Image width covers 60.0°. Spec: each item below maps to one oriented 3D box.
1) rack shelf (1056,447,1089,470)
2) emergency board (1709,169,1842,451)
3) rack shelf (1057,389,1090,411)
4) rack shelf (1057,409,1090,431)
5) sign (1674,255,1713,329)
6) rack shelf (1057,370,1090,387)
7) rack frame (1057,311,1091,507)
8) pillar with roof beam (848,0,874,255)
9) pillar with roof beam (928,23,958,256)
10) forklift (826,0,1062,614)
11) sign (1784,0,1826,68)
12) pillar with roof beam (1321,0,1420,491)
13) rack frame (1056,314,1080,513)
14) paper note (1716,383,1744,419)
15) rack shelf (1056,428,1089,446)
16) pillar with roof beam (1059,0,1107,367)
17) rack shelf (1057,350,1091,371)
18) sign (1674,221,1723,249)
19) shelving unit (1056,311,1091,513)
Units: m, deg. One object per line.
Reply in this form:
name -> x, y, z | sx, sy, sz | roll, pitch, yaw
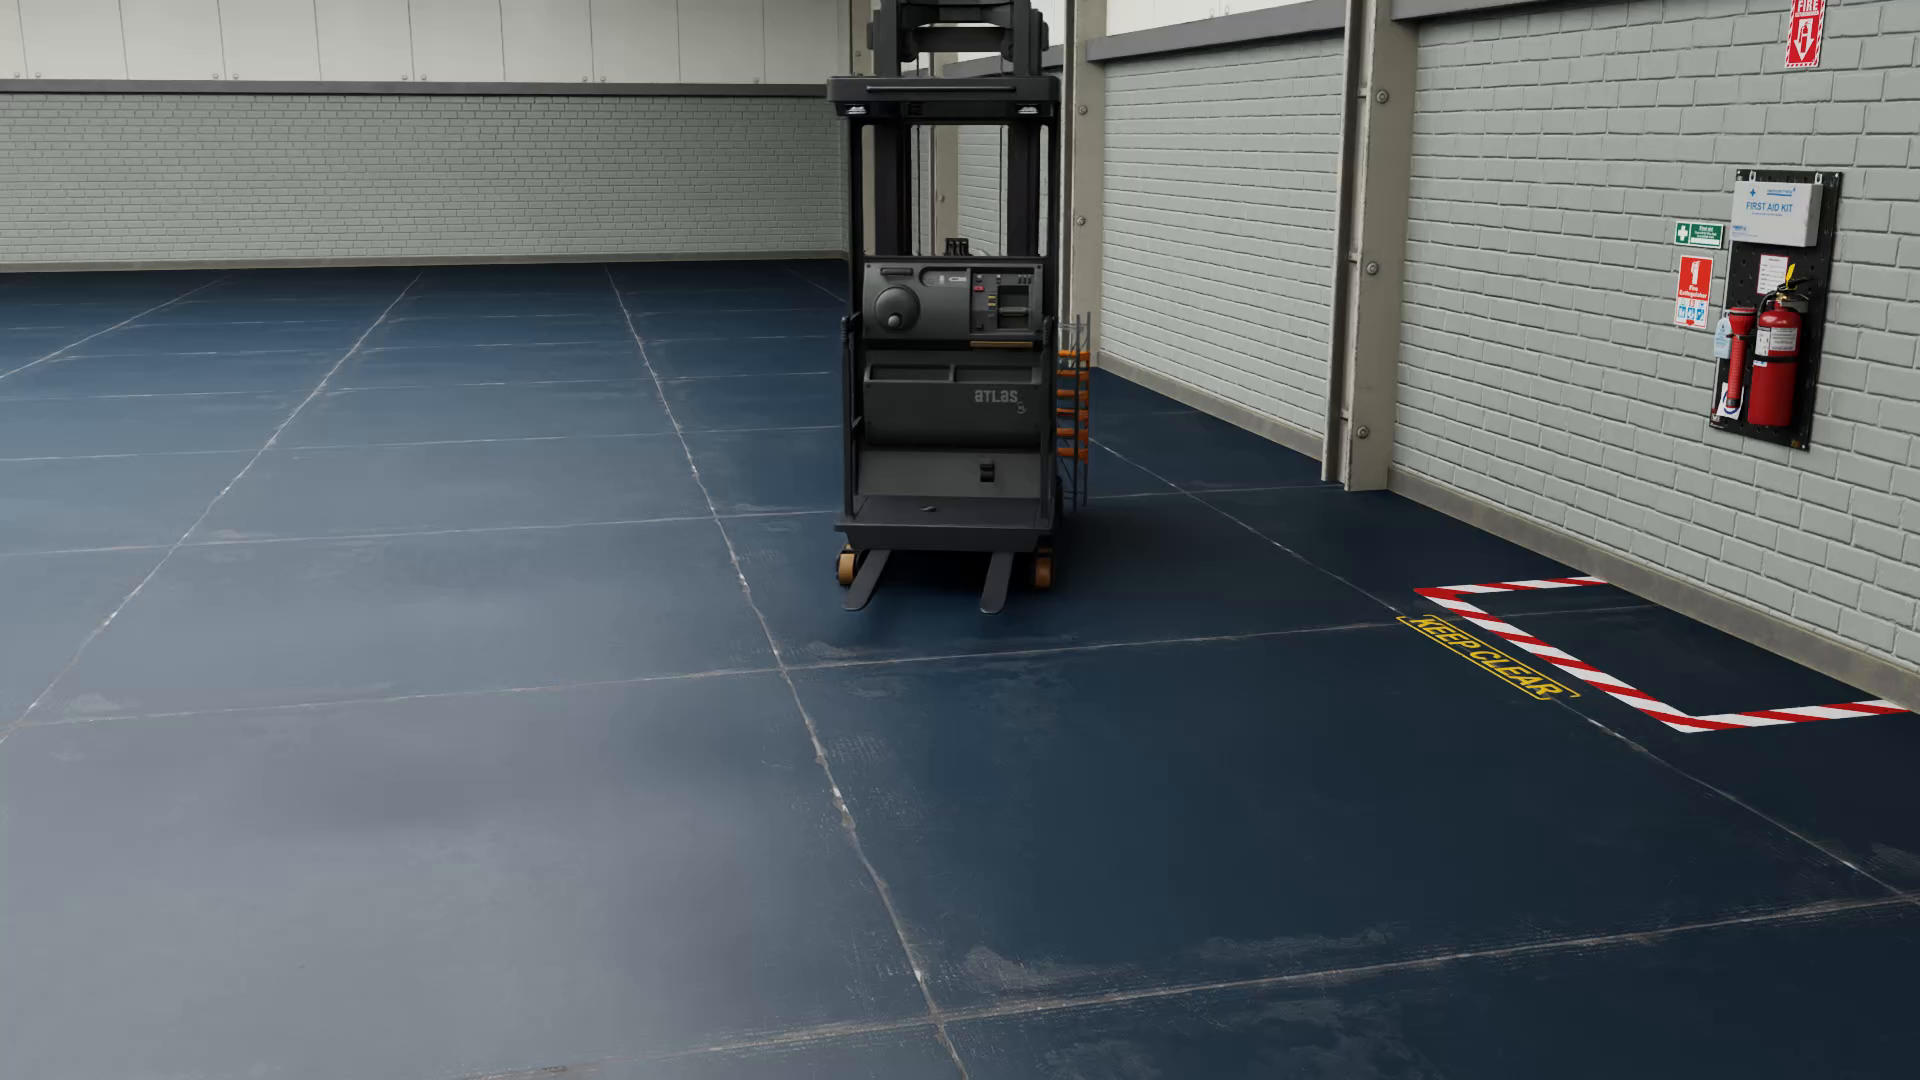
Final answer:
rack shelf -> 0.635, -0.504, 10.158 | 0.258, 0.103, 0.180 | 6, 15, 23
emergency board -> 3.469, -1.014, 7.257 | 0.194, 1.169, 0.643 | -3, 14, -13
rack shelf -> 0.636, -0.854, 10.074 | 0.258, 0.103, 0.180 | 6, 15, 23
rack shelf -> 0.635, -0.737, 10.102 | 0.258, 0.103, 0.180 | 6, 15, 23
sign -> 3.439, -1.165, 7.799 | 0.001, 0.329, 0.234 | -3, 14, -13
rack shelf -> 0.636, -0.970, 10.045 | 0.258, 0.103, 0.180 | 6, 15, 23
rack frame -> 0.673, -0.800, 10.173 | 0.240, 1.200, 0.006 | 6, 15, 23
pillar with roof beam -> -5.809, -8.653, 25.883 | 9.100, 9.000, 0.400 | -3, 14, -13
pillar with roof beam -> -4.400, -7.269, 20.217 | 9.100, 9.000, 0.400 | -3, 14, -13
forklift -> -0.051, -1.256, 8.392 | 1.130, 2.935, 3.031 | 1, 14, 4
sign -> 3.564, -2.148, 7.012 | 0.001, 0.298, 0.199 | -3, 14, -13
pillar with roof beam -> -1.582, -4.500, 8.886 | 9.100, 9.000, 0.400 | -3, 14, -13
rack frame -> 0.598, -0.761, 10.010 | 0.240, 1.200, 0.006 | 6, 15, 23
paper note -> 3.494, -0.631, 7.545 | 0.016, 0.148, 0.142 | -3, 14, -13
rack shelf -> 0.635, -0.620, 10.130 | 0.258, 0.103, 0.180 | 6, 15, 23
pillar with roof beam -> -2.991, -5.884, 14.552 | 9.100, 9.000, 0.400 | -3, 14, -13
rack shelf -> 0.636, -1.087, 10.017 | 0.258, 0.103, 0.180 | 6, 15, 23
sign -> 3.431, -1.421, 7.729 | 0.001, 0.109, 0.331 | -3, 14, -13
shelving unit -> 0.635, -0.780, 10.091 | 0.258, 1.200, 0.189 | 6, 15, 23
